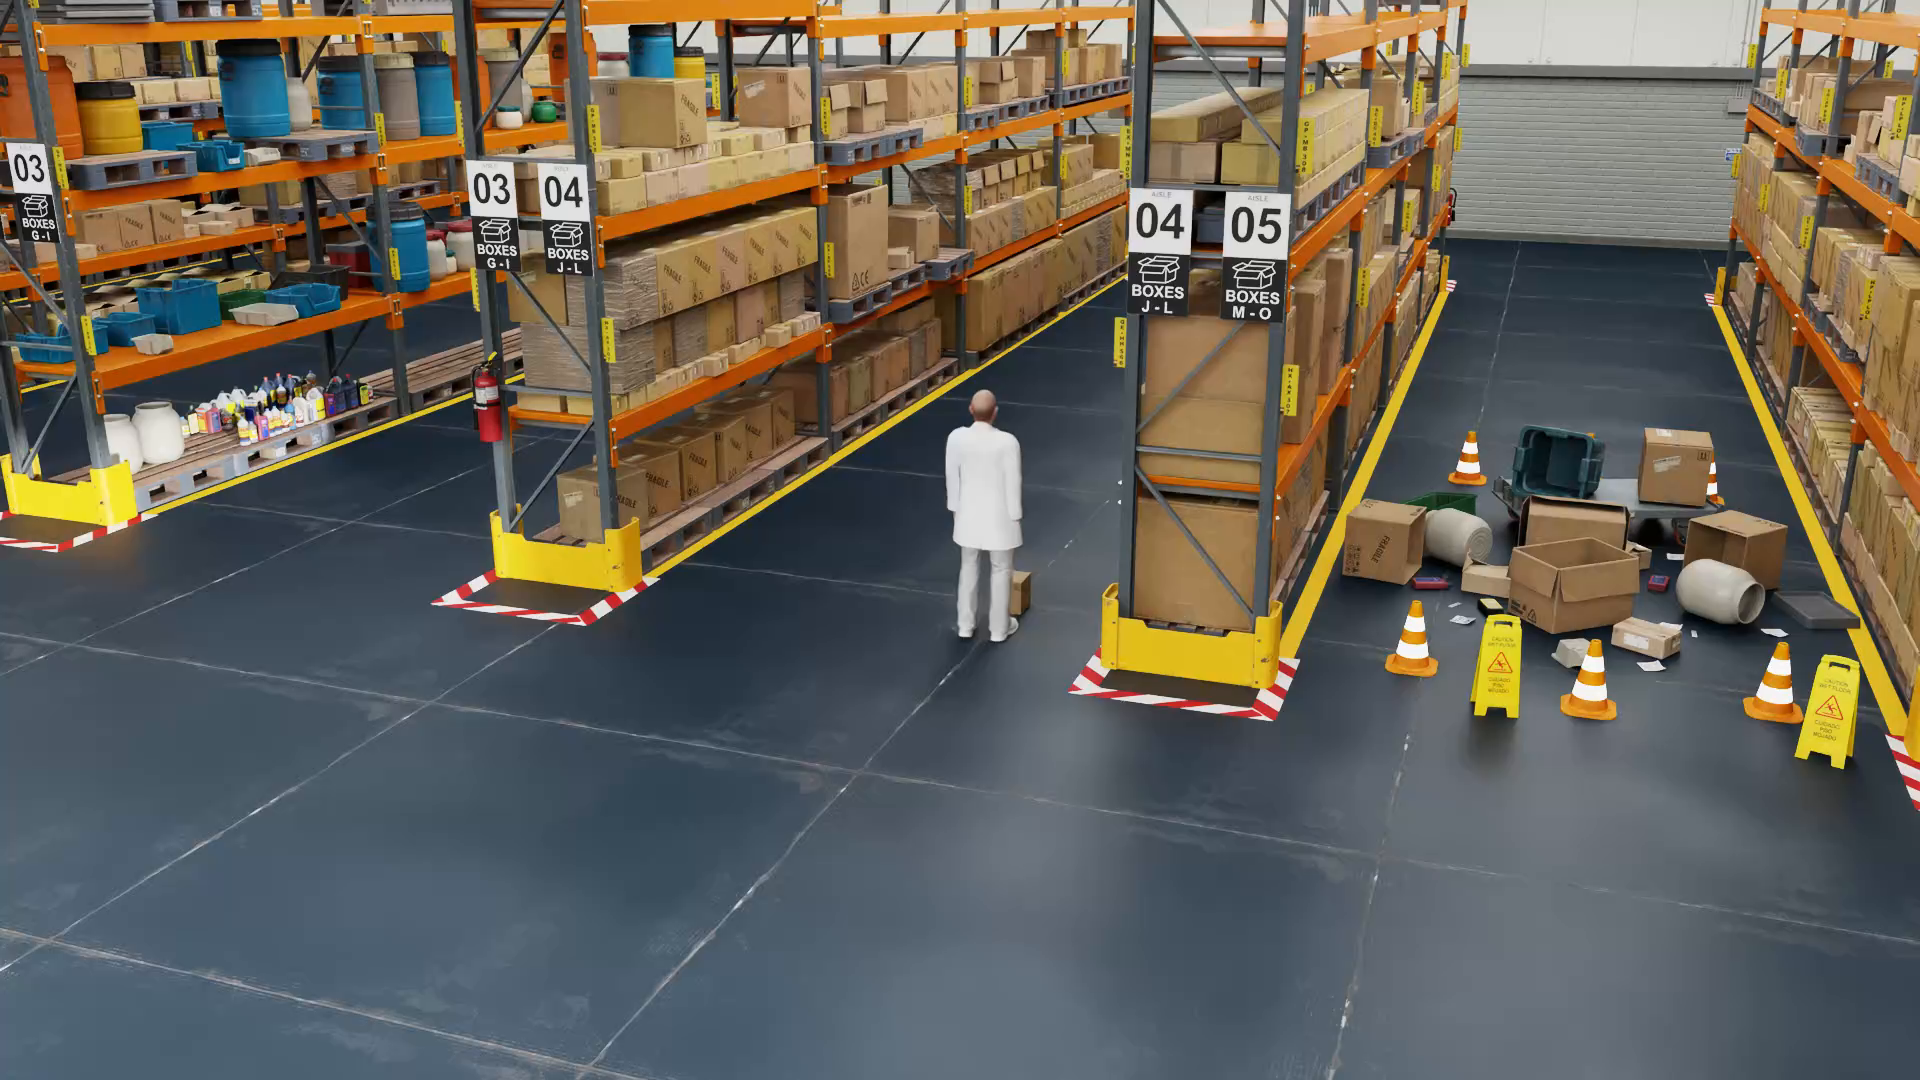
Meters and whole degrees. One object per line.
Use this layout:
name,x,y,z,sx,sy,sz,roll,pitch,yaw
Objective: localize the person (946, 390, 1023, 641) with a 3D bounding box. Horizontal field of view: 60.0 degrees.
person,0.174,-0.182,11.642,0.560,1.781,0.382,7,20,20
